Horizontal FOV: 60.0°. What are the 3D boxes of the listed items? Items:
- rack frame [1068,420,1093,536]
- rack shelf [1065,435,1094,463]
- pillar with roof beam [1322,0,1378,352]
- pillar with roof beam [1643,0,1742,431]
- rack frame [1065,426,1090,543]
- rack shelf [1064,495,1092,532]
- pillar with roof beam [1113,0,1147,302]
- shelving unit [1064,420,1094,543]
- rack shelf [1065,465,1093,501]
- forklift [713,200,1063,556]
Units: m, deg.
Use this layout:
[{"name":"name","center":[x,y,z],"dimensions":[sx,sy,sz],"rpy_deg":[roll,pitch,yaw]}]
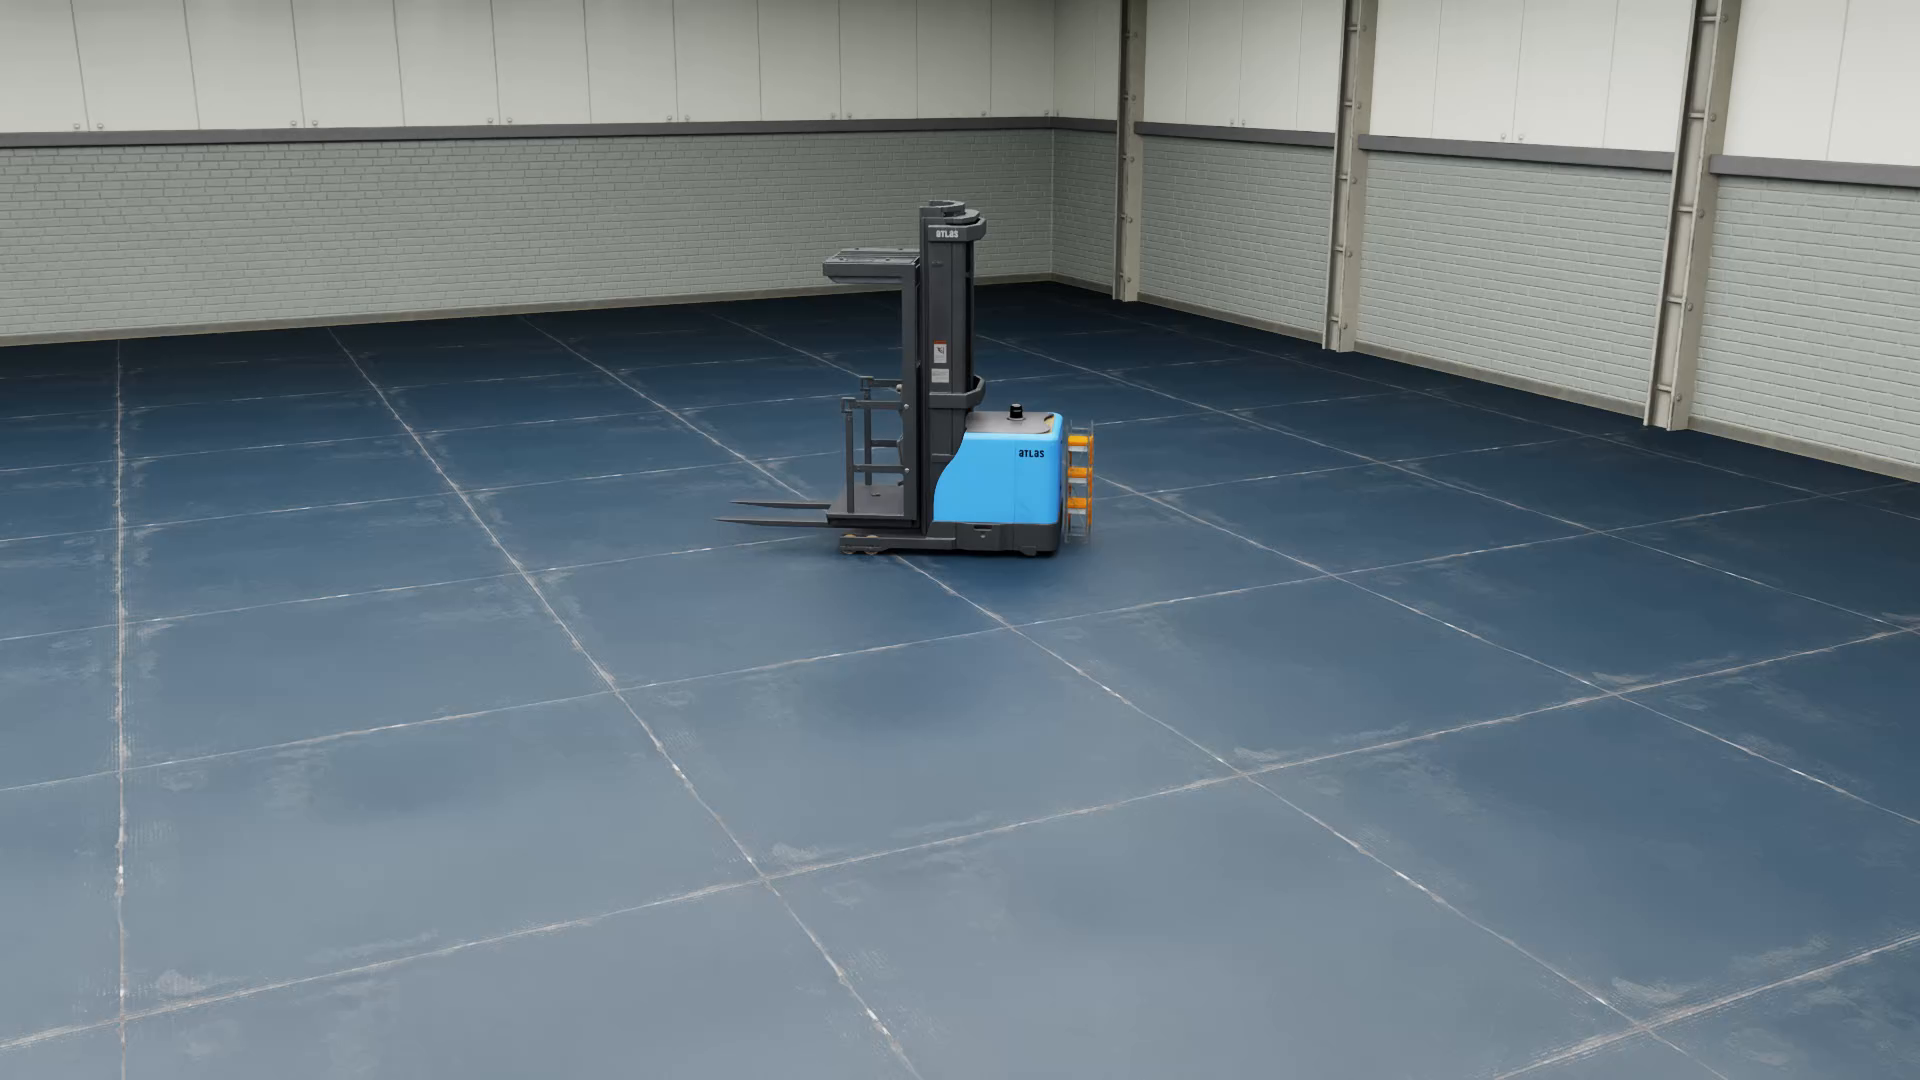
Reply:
[{"name":"rack frame","center":[1.070,-0.546,14.750],"dimensions":[0.200,1.050,0.008],"rpy_deg":[3,16,11]},{"name":"rack shelf","center":[1.046,-0.776,14.559],"dimensions":[0.215,0.259,0.240],"rpy_deg":[3,16,11]},{"name":"pillar with roof beam","center":[1.718,-6.613,21.483],"dimensions":[9.100,9.000,0.400],"rpy_deg":[-8,18,-25]},{"name":"pillar with roof beam","center":[4.346,-5.126,16.298],"dimensions":[9.100,9.000,0.400],"rpy_deg":[-8,18,-25]},{"name":"rack frame","center":[1.022,-0.480,14.520],"dimensions":[0.200,1.050,0.008],"rpy_deg":[3,16,11]},{"name":"rack shelf","center":[1.046,-0.236,14.714],"dimensions":[0.215,0.259,0.240],"rpy_deg":[3,16,11]},{"name":"pillar with roof beam","center":[-0.911,-8.101,26.667],"dimensions":[9.100,9.000,0.400],"rpy_deg":[-8,18,-25]},{"name":"shelving unit","center":[1.046,-0.513,14.635],"dimensions":[0.215,1.050,0.252],"rpy_deg":[3,16,11]},{"name":"rack shelf","center":[1.046,-0.503,14.638],"dimensions":[0.215,0.259,0.240],"rpy_deg":[3,16,11]},{"name":"forklift","center":[-0.624,-1.426,14.408],"dimensions":[3.031,2.935,1.130],"rpy_deg":[2,16,6]}]
